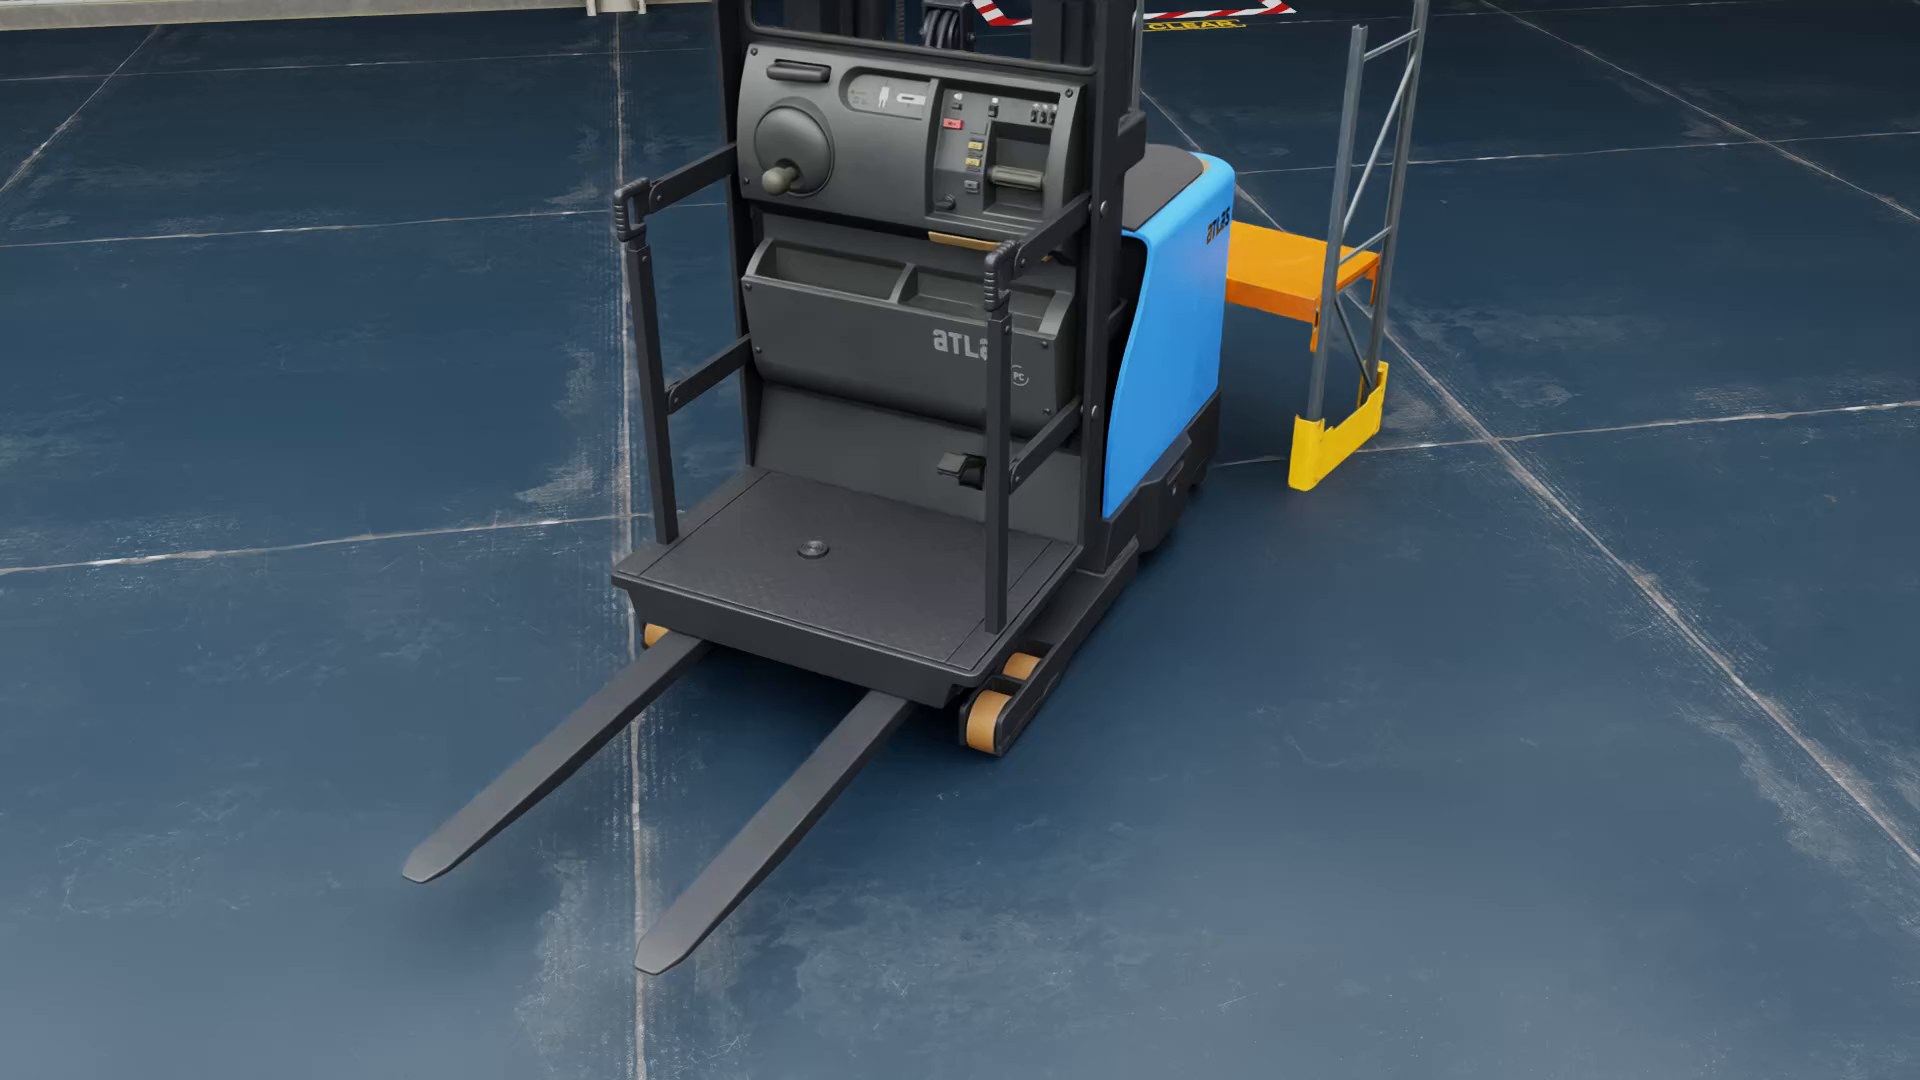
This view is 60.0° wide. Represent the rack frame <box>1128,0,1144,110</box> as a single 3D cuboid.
[{"bbox_3d":[0.478,-1.244,5.886,0.032,1.500,0.500,20,36,31],"label":"rack frame"}]

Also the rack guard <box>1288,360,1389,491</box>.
[{"bbox_3d":[1.296,-0.400,5.684,0.087,0.250,0.587,20,36,31],"label":"rack guard"}]

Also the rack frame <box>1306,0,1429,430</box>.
[{"bbox_3d":[1.297,-0.938,5.366,0.032,1.500,0.500,20,36,31],"label":"rack frame"}]

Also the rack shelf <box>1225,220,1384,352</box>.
[{"bbox_3d":[0.887,-0.936,5.717,1.000,0.185,0.538,20,36,31],"label":"rack shelf"}]

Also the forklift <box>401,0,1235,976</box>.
[{"bbox_3d":[-0.238,-0.963,3.997,1.130,2.935,3.031,14,33,22],"label":"forklift"}]

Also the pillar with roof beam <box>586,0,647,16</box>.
[{"bbox_3d":[-1.591,-5.394,5.545,0.400,9.000,9.100,-5,31,-9],"label":"pillar with roof beam"}]

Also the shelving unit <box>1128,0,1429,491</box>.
[{"bbox_3d":[0.895,-1.088,5.621,1.083,1.500,0.587,20,36,31],"label":"shelving unit"}]
